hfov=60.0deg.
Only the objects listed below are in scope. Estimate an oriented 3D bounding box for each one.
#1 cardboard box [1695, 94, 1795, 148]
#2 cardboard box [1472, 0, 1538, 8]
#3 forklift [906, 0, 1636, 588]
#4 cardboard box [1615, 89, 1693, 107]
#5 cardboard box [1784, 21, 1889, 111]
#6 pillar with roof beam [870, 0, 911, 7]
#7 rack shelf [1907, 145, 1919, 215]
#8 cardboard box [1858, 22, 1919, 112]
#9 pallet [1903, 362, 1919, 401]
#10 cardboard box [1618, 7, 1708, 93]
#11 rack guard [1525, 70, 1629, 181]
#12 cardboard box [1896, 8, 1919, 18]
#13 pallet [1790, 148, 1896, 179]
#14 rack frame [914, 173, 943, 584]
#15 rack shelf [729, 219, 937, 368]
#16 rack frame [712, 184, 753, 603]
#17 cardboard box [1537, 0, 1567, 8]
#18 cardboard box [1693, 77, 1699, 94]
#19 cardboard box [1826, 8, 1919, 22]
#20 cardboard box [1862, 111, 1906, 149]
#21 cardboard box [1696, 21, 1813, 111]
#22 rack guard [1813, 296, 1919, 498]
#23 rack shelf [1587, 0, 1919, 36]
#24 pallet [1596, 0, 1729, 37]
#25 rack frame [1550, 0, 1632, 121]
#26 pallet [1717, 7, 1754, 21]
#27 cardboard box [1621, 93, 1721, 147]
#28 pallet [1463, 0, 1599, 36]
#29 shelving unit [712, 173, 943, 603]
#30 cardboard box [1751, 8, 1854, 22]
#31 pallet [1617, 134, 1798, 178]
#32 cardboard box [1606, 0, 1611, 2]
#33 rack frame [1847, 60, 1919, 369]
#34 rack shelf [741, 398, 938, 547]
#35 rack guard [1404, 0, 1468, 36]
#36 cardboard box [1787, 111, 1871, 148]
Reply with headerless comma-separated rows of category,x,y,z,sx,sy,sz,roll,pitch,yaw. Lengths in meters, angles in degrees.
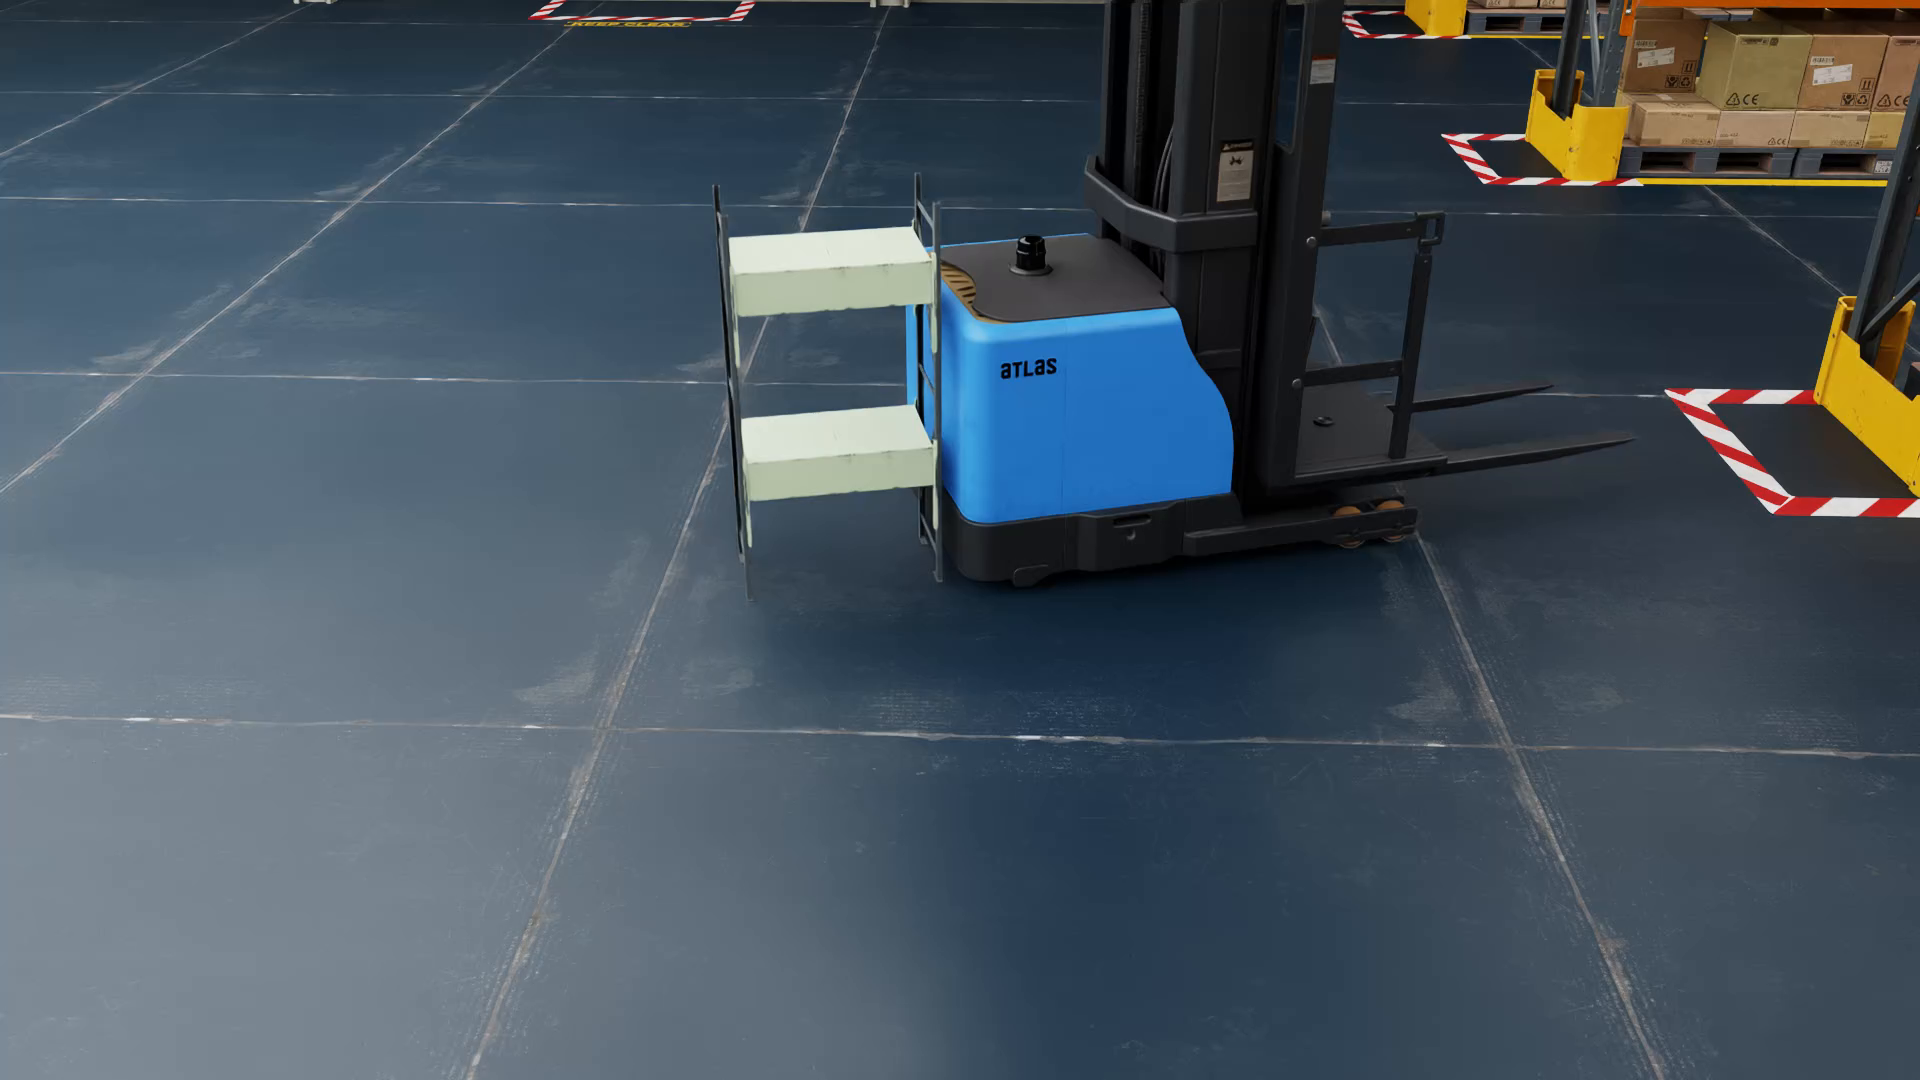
cardboard box,5.406,-2.907,11.518,0.500,0.250,0.500,1,28,2
cardboard box,5.238,-5.327,15.997,0.500,0.311,0.500,-2,28,-4
forklift,1.342,-1.491,6.433,3.031,2.935,1.130,-8,29,-14
cardboard box,4.925,-3.156,11.987,0.500,0.250,0.500,1,28,2
cardboard box,5.906,-3.235,11.336,0.500,0.500,0.500,1,28,2
pillar with roof beam,-0.869,-7.502,11.294,0.400,9.000,9.100,1,28,2
rack shelf,6.199,-1.386,6.930,4.000,0.370,1.077,1,28,2
cardboard box,6.405,-3.218,11.305,0.500,0.500,0.500,1,28,2
pallet,5.089,-0.510,7.486,1.213,0.211,1.003,1,28,2
cardboard box,4.925,-3.488,11.814,0.500,0.500,0.500,1,28,2
rack guard,4.354,-2.951,11.784,0.348,0.500,1.175,1,28,2
cardboard box,6.924,-3.462,11.765,0.500,0.500,0.500,1,28,2
pallet,6.360,-2.809,11.823,1.213,0.211,1.003,1,28,2
rack frame,-0.117,-0.587,6.255,0.023,1.500,0.400,-5,28,-10
rack shelf,-0.476,-0.897,6.008,0.720,0.370,0.431,-5,28,-10
rack frame,-0.834,-0.518,6.126,0.023,1.500,0.400,-5,28,-10
cardboard box,5.808,-5.318,15.980,0.500,0.311,0.500,3,28,6
cardboard box,5.425,-3.153,11.982,0.500,0.250,0.500,1,28,2
cardboard box,6.424,-3.469,11.779,0.500,0.500,0.500,1,28,2
cardboard box,6.406,-2.888,11.482,0.500,0.250,0.500,1,28,2
cardboard box,5.406,-3.237,11.341,0.500,0.500,0.500,1,28,2
rack guard,4.277,-0.653,7.449,0.348,0.500,1.175,1,28,2
rack shelf,6.377,-3.705,11.304,4.000,0.370,1.077,1,28,2
pallet,6.652,-5.089,16.125,1.213,0.211,1.003,1,28,2
rack frame,4.378,-4.055,11.198,0.127,3.000,1.000,1,28,2
pallet,7.875,-5.071,16.090,1.213,0.211,1.003,1,28,2
cardboard box,4.907,-2.913,11.530,0.500,0.250,0.500,1,28,2
pallet,5.436,-5.111,16.166,1.213,0.211,1.003,1,28,2
shelving unit,-0.476,-0.552,6.190,0.755,1.500,0.431,-5,28,-10
cardboard box,5.925,-3.478,11.795,0.500,0.500,0.500,1,28,2
pallet,5.144,-2.830,11.864,1.213,0.211,1.003,1,28,2
cardboard box,6.539,-5.366,15.868,0.500,0.500,0.700,-1,28,-1
rack frame,4.200,-1.737,6.824,0.127,3.000,1.000,1,28,2
rack shelf,-0.476,-0.264,6.343,0.720,0.370,0.431,-5,28,-10
rack guard,4.625,-5.269,16.155,0.348,0.500,1.175,1,28,2
cardboard box,5.906,-2.898,11.502,0.500,0.250,0.500,1,28,2
